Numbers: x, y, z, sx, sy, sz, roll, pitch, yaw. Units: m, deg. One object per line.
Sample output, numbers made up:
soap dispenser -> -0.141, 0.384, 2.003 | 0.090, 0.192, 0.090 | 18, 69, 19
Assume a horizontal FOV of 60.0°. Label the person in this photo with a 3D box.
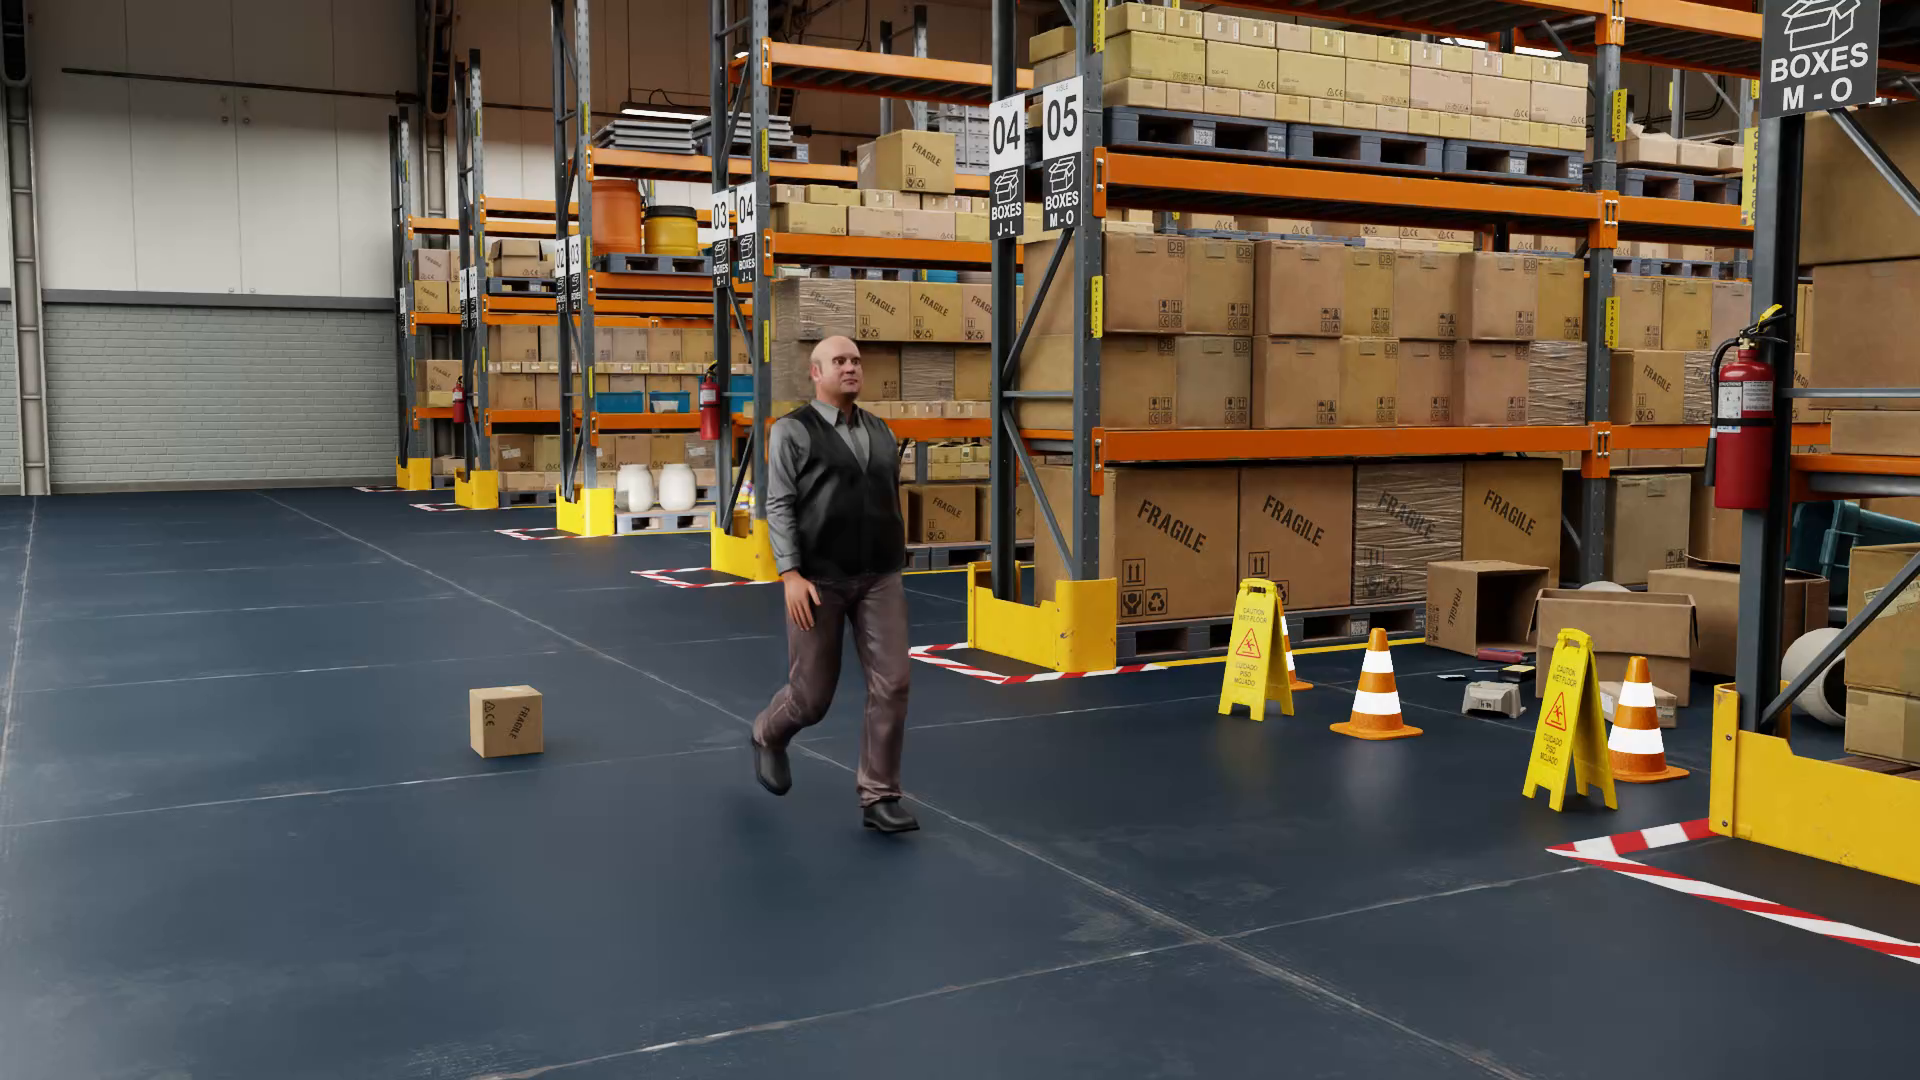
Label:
person -> -0.434, 0.137, 5.791 | 0.543, 1.686, 0.859 | -3, 6, -31
